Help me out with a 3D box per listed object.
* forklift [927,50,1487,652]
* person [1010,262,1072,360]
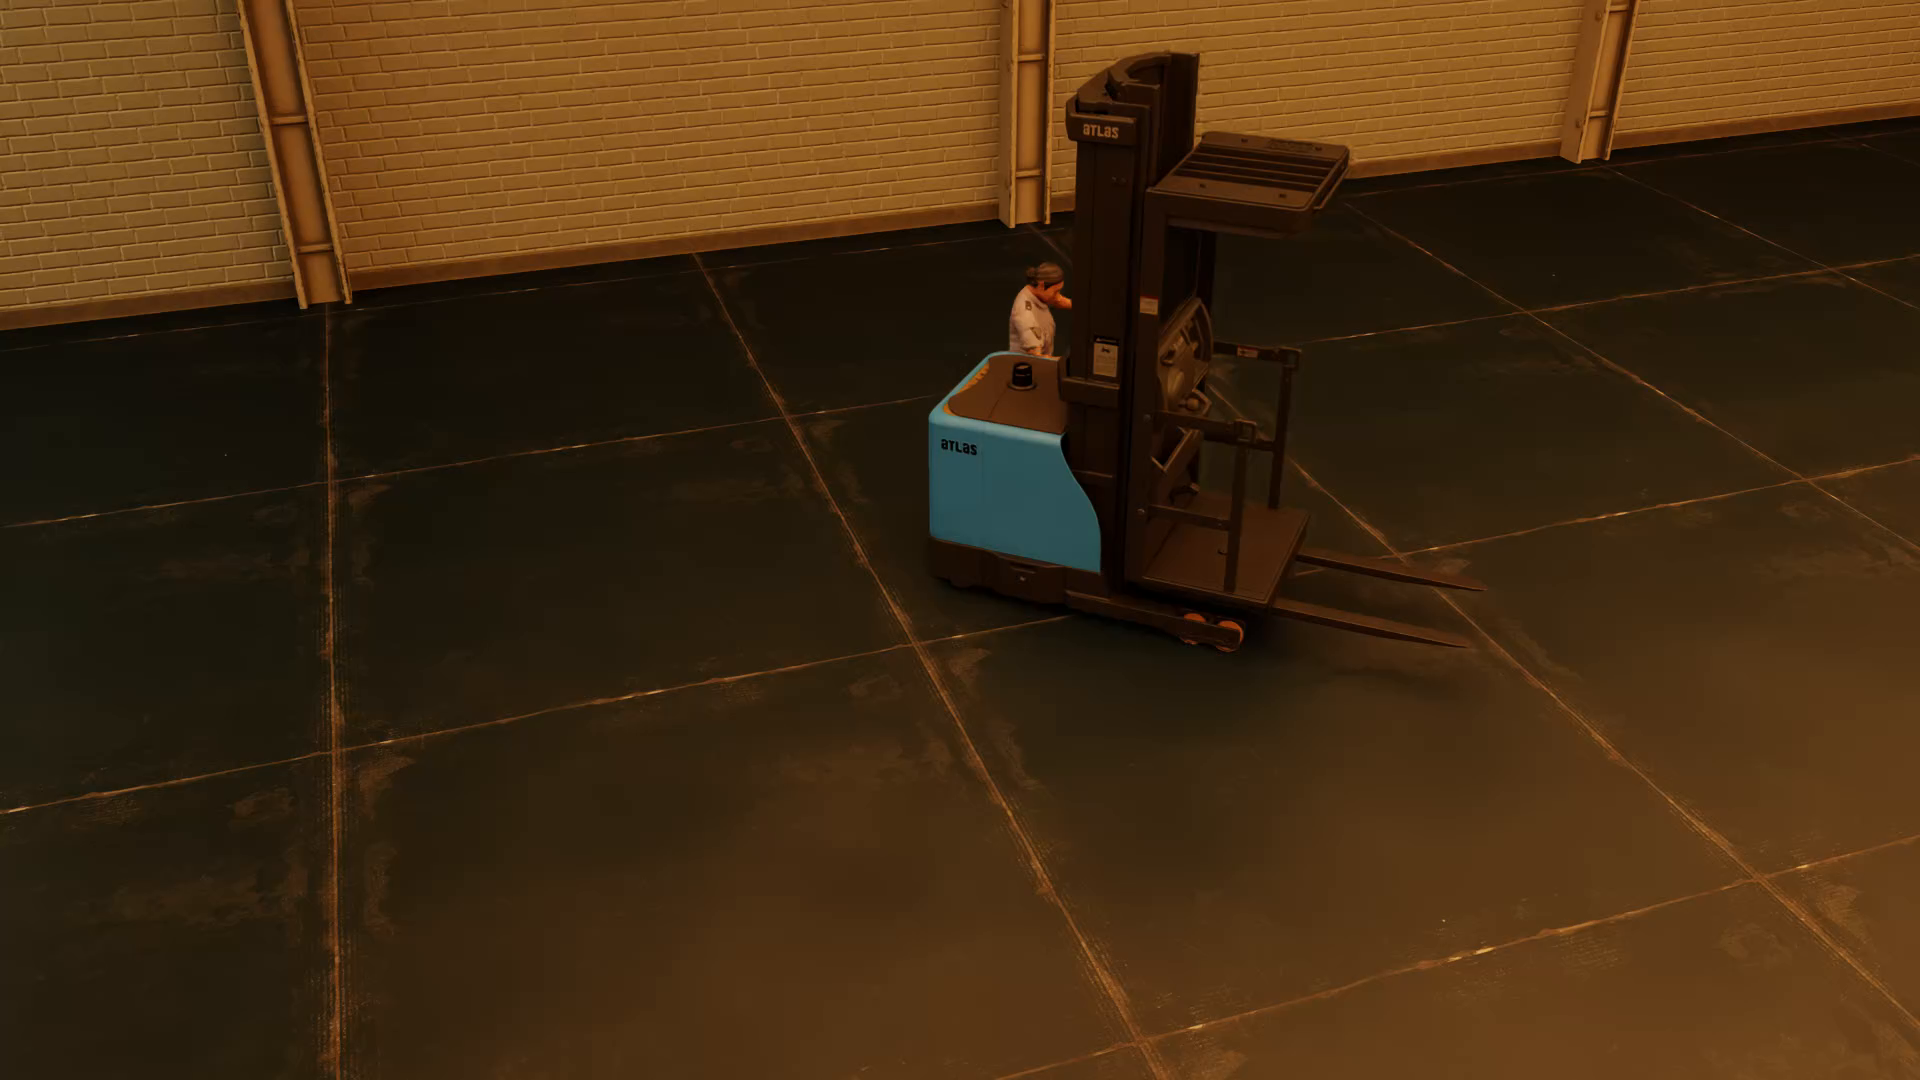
[{"bbox_3d":[1.377,-0.968,8.769,3.031,2.935,1.130,12,32,20],"label":"forklift"},{"bbox_3d":[0.596,-1.039,10.387,0.815,1.469,1.245,4,30,6],"label":"person"}]
